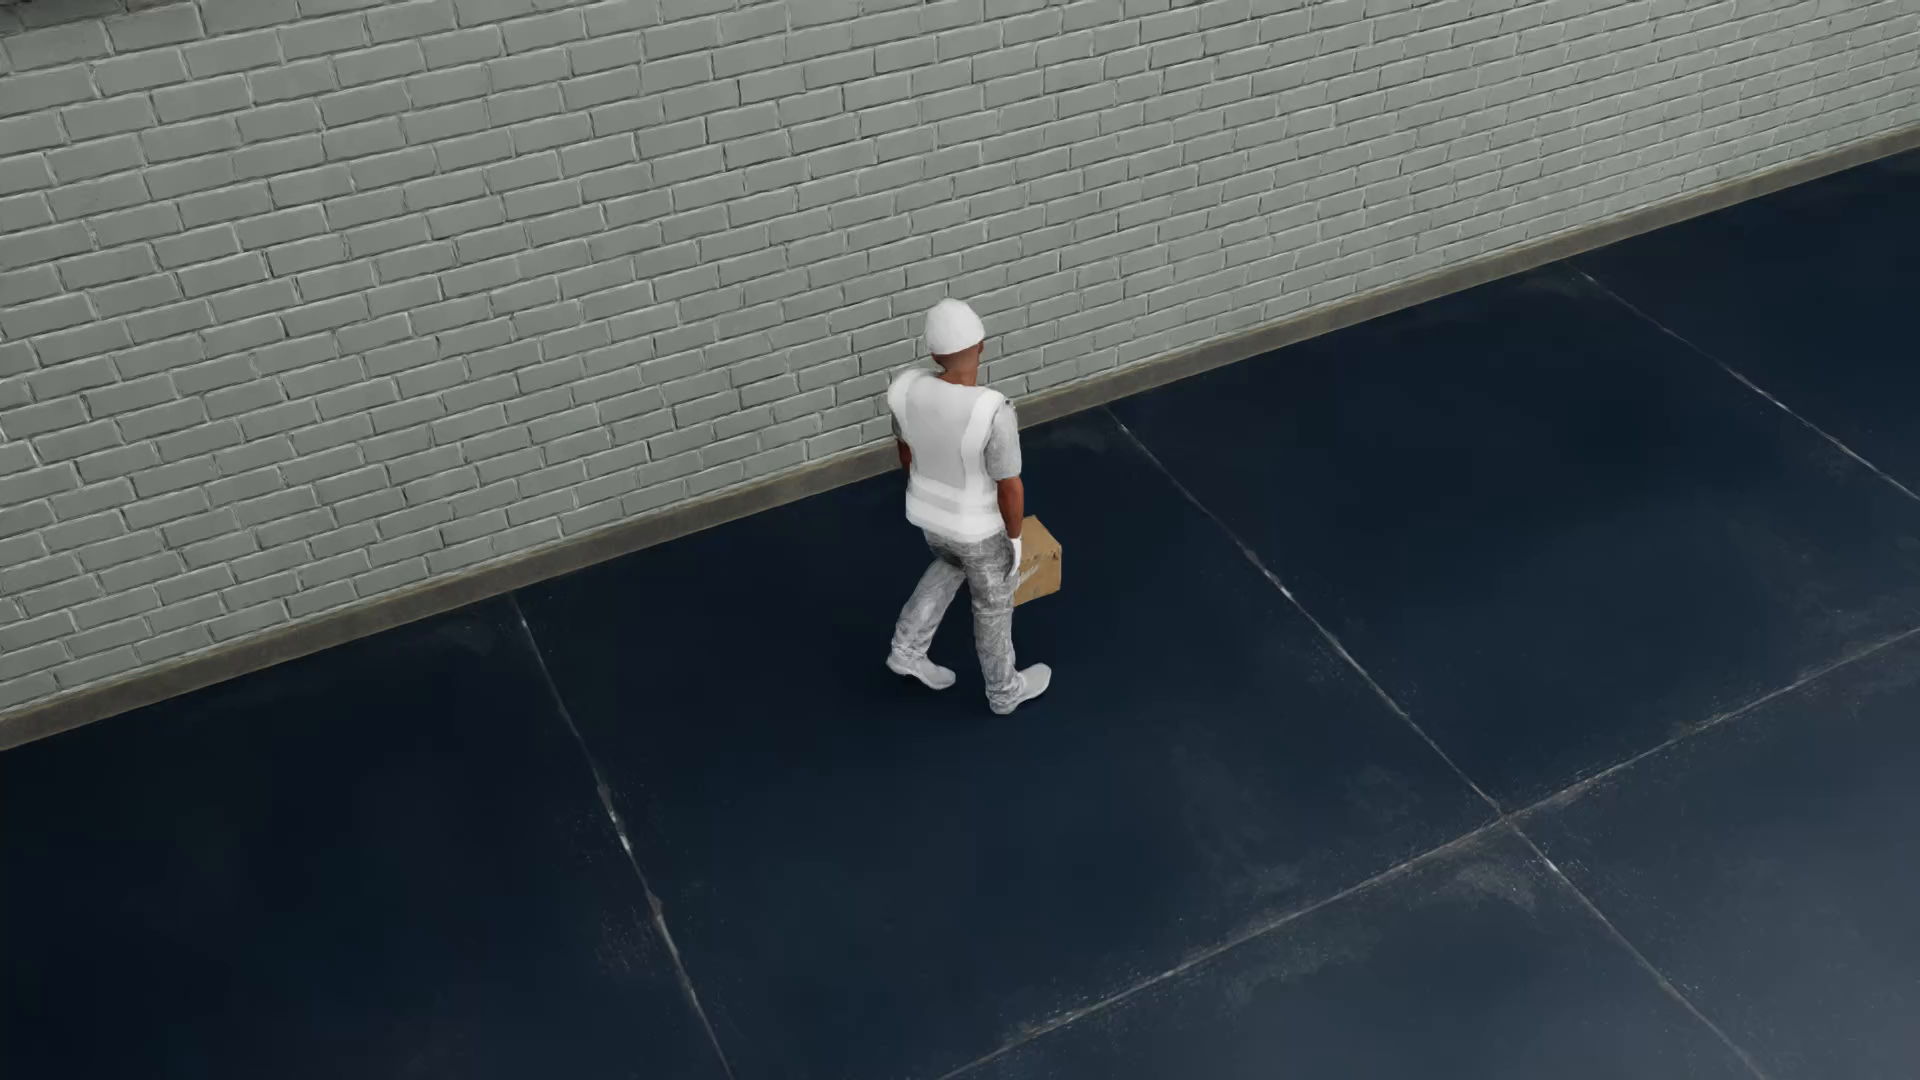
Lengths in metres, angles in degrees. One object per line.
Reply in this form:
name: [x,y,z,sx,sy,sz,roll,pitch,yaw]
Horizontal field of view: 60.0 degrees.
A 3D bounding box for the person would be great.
person: [-0.004,-0.074,6.222,0.631,1.769,0.518,26,47,27]
